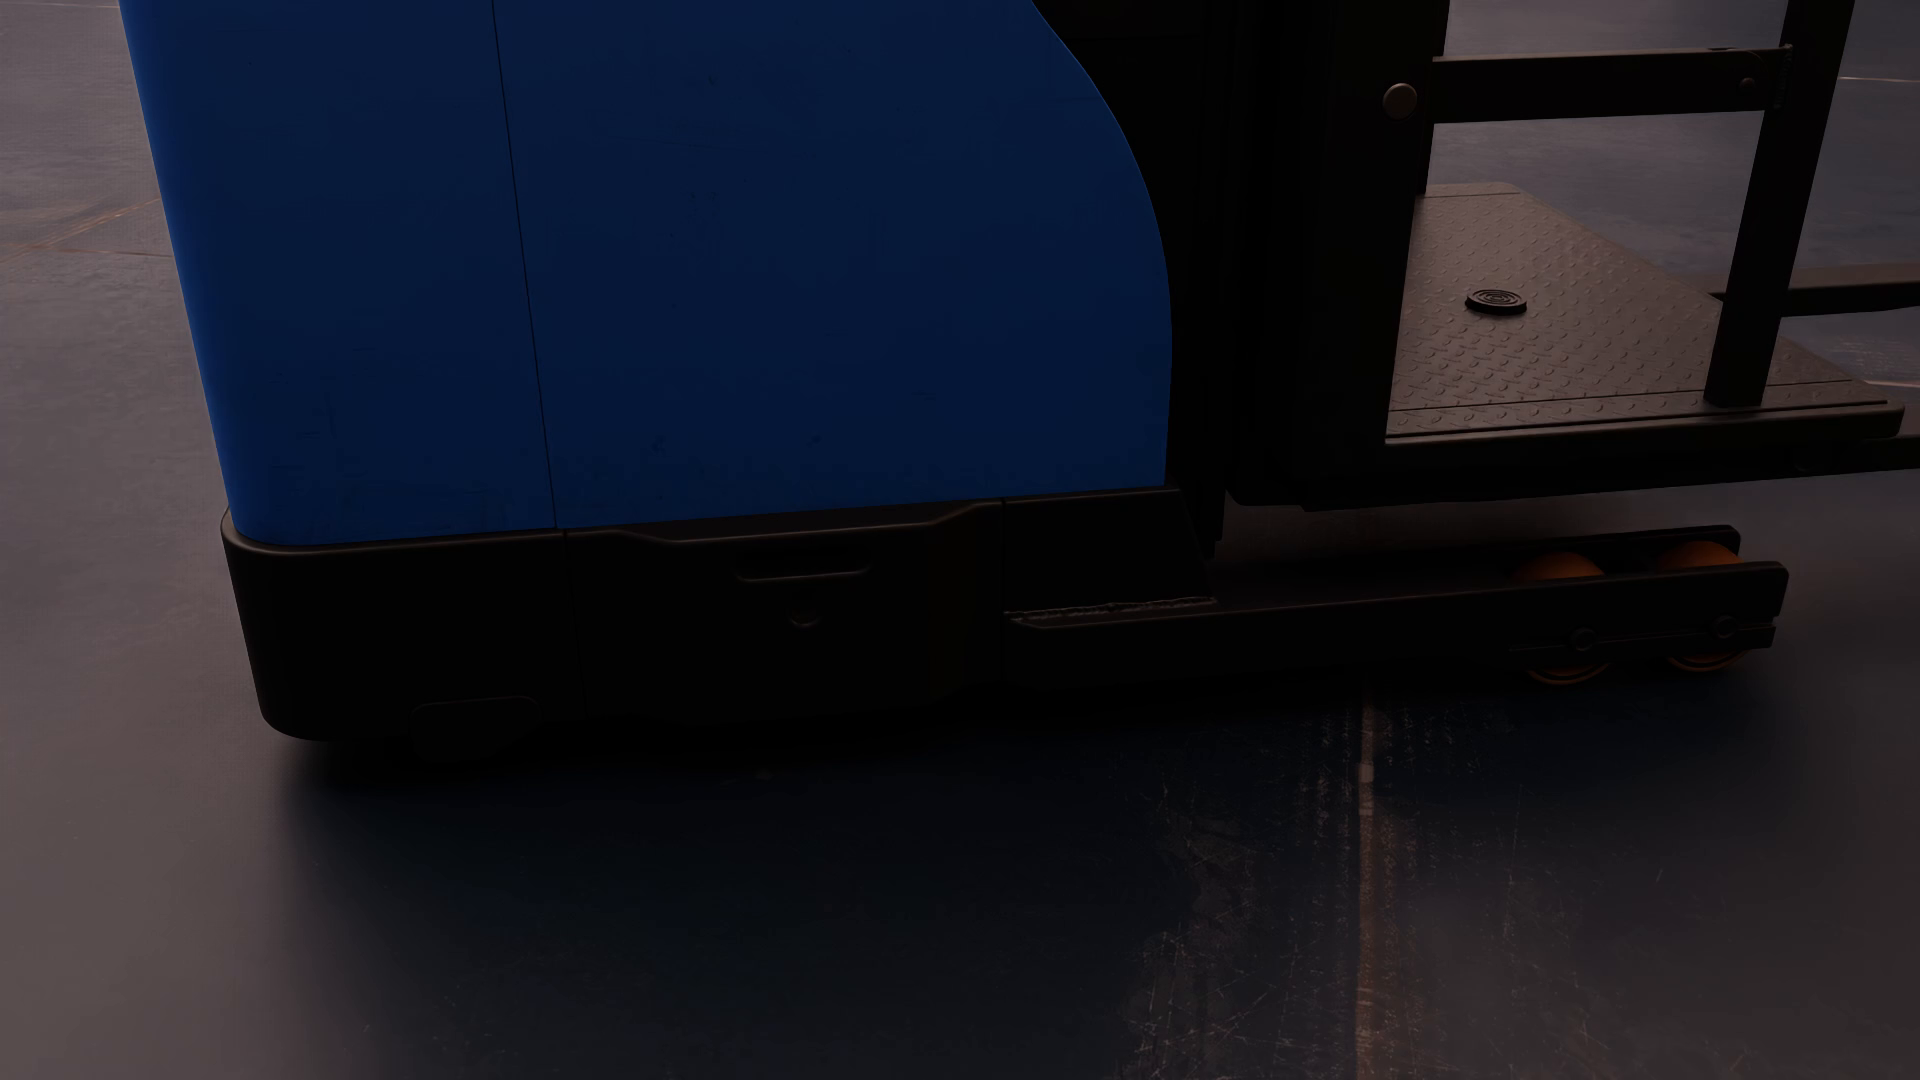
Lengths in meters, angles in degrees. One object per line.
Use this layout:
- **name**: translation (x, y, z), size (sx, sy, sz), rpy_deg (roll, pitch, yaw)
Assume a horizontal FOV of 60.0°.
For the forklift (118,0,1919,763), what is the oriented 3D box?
- **forklift**: translation (0.600, -1.354, 1.930), size (3.031, 2.935, 1.130), rpy_deg (-4, 27, -9)
